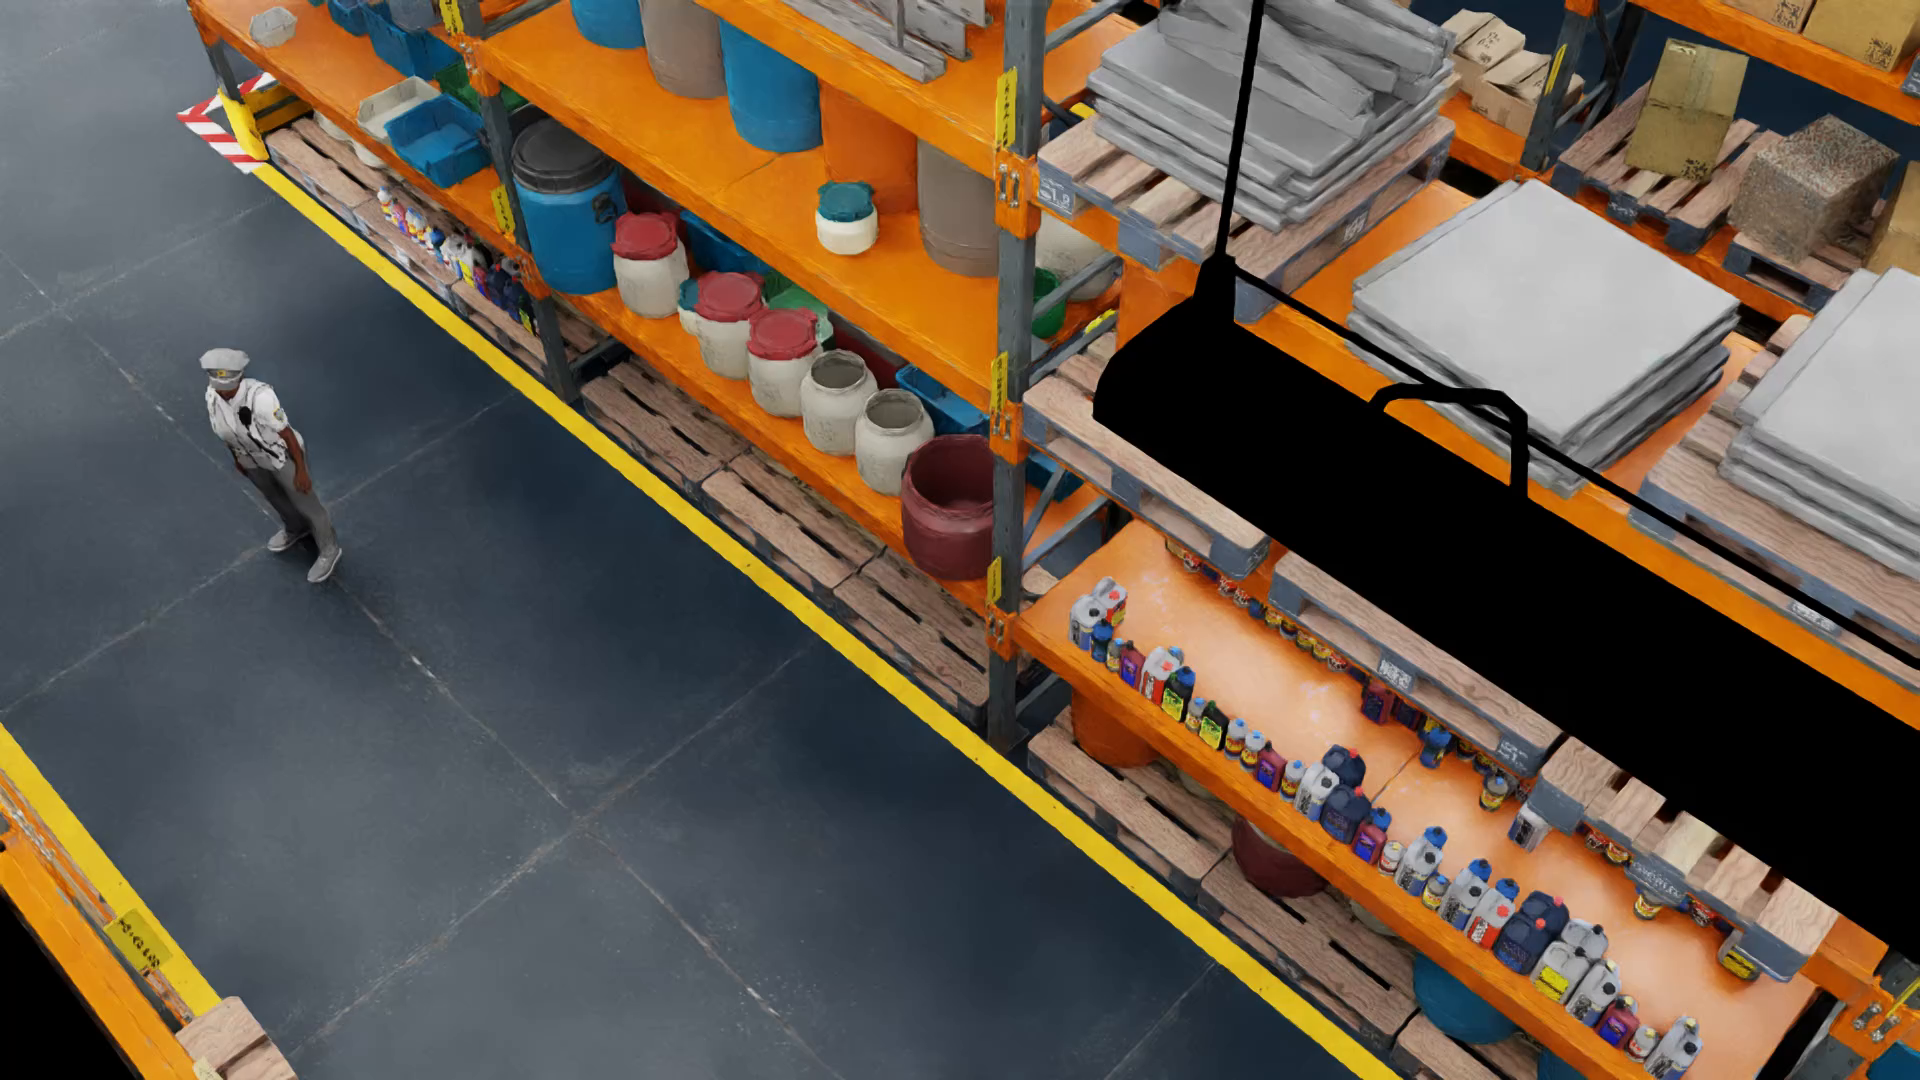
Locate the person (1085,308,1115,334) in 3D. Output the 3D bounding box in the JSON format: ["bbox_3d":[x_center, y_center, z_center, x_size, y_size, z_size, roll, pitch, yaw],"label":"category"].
[{"bbox_3d":[1.009,-0.806,9.904,0.592,1.755,0.690,-21,53,-17],"label":"person"}]

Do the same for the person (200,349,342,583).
[{"bbox_3d":[-4.032,-0.444,9.653,0.553,1.684,0.435,12,51,10],"label":"person"}]
